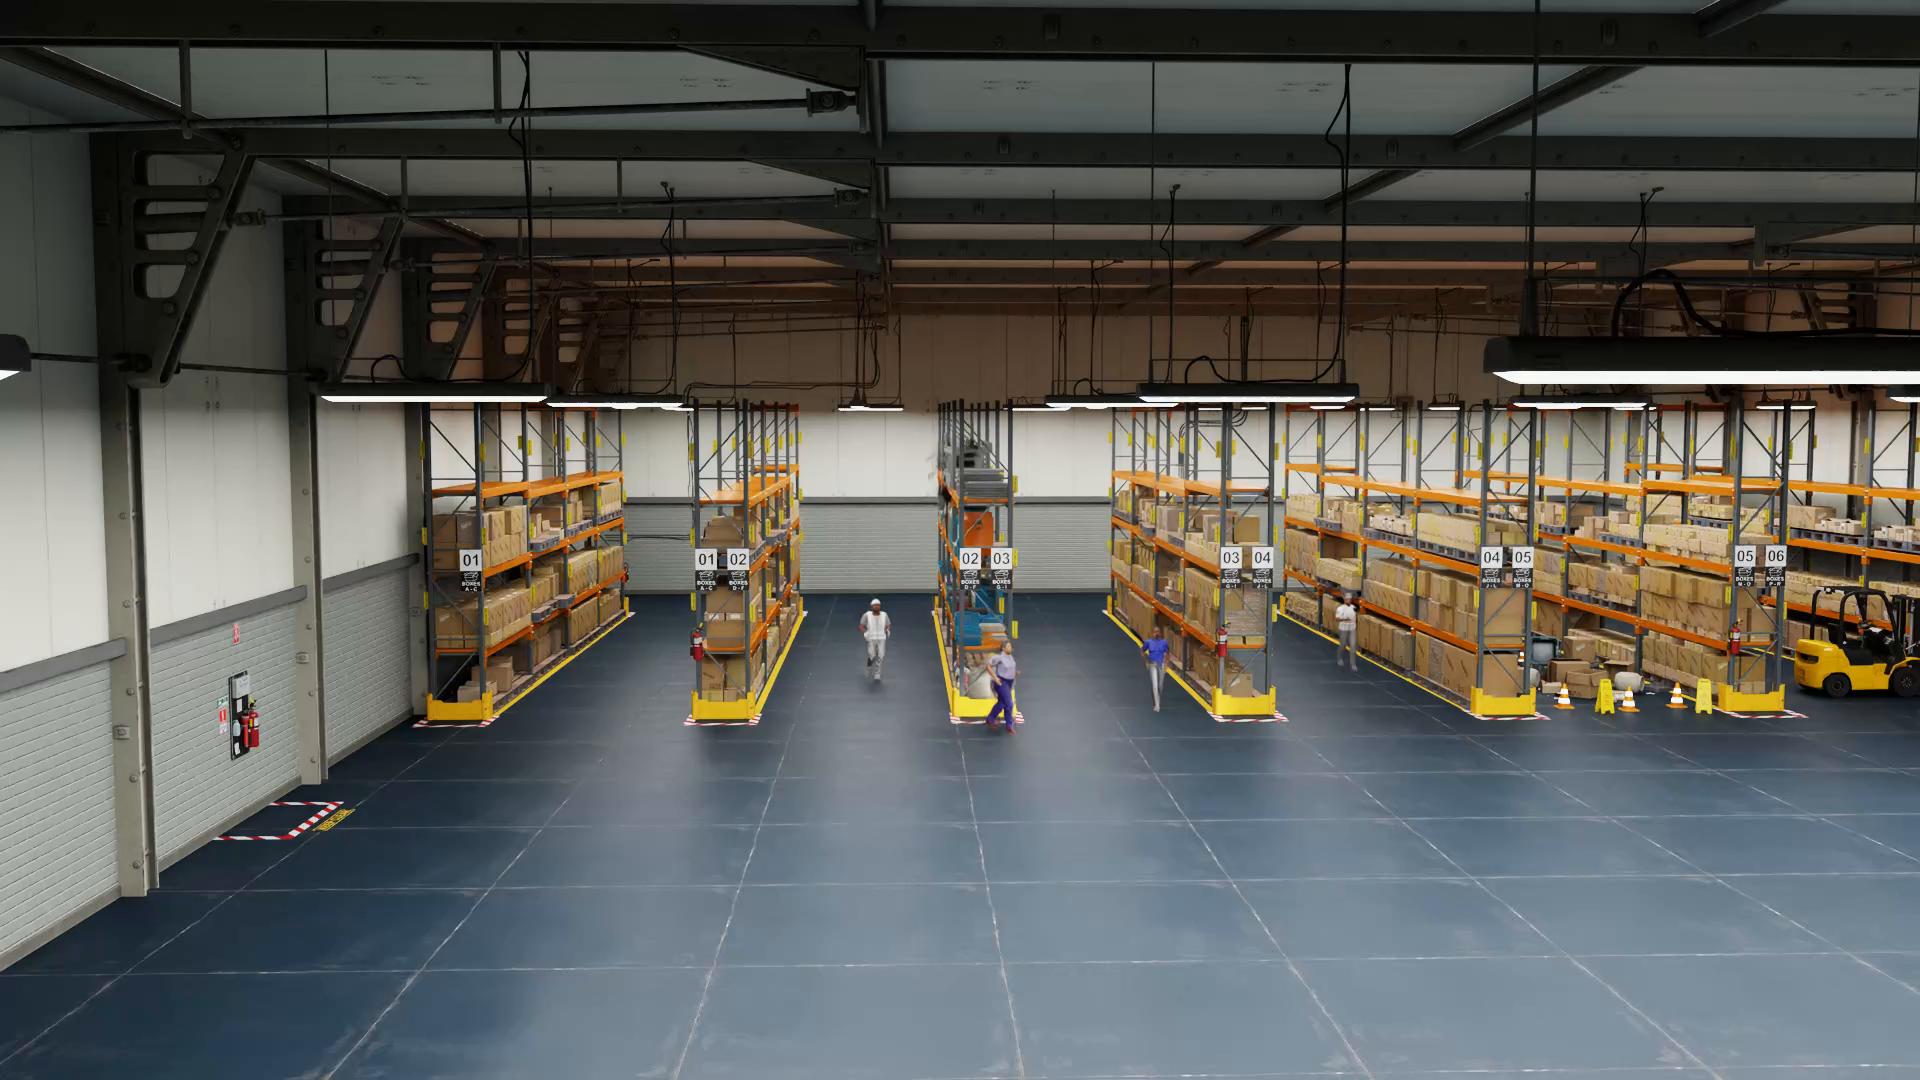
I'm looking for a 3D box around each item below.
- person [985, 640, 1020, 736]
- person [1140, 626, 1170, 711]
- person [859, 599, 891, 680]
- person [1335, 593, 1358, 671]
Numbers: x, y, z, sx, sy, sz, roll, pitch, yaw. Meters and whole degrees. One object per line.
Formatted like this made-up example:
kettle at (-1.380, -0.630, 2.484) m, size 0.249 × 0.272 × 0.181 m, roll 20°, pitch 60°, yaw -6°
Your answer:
person at (0.768, 2.654, 29.825) m, size 0.738 × 1.696 × 0.594 m, roll 2°, pitch 5°, yaw 26°
person at (3.791, 2.480, 32.313) m, size 0.579 × 1.651 × 0.691 m, roll 0°, pitch 4°, yaw 0°
person at (-1.796, 2.141, 35.728) m, size 0.678 × 1.734 × 0.612 m, roll -1°, pitch 4°, yaw -14°
person at (8.659, 2.022, 37.162) m, size 0.575 × 1.696 × 0.909 m, roll 0°, pitch 4°, yaw -6°
